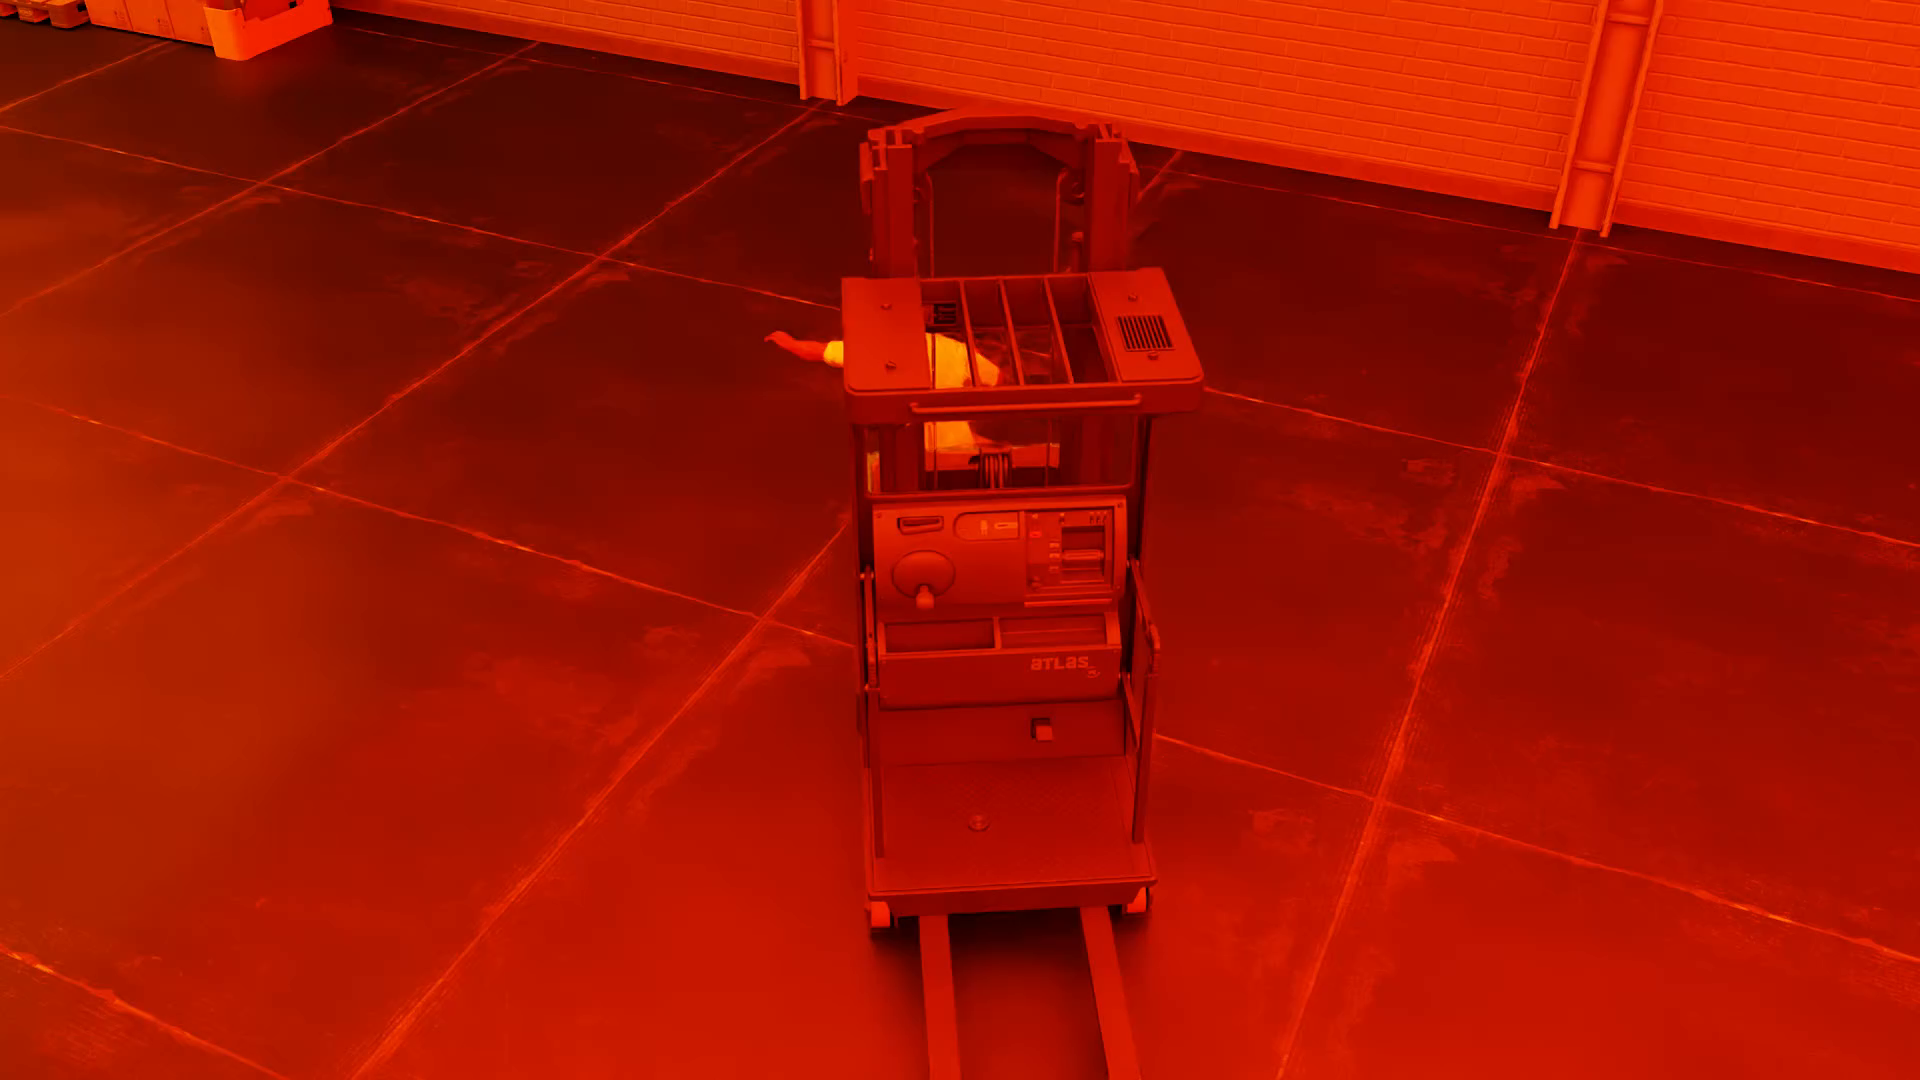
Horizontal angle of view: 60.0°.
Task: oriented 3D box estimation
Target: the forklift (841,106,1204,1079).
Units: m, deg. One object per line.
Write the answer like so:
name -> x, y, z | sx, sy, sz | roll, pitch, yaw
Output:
forklift -> 0.166, 0.115, 5.926 | 1.130, 2.935, 3.031 | -2, 36, -3

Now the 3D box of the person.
person -> -0.143, -0.590, 8.158 | 1.576, 1.489, 0.796 | -4, 36, -5
